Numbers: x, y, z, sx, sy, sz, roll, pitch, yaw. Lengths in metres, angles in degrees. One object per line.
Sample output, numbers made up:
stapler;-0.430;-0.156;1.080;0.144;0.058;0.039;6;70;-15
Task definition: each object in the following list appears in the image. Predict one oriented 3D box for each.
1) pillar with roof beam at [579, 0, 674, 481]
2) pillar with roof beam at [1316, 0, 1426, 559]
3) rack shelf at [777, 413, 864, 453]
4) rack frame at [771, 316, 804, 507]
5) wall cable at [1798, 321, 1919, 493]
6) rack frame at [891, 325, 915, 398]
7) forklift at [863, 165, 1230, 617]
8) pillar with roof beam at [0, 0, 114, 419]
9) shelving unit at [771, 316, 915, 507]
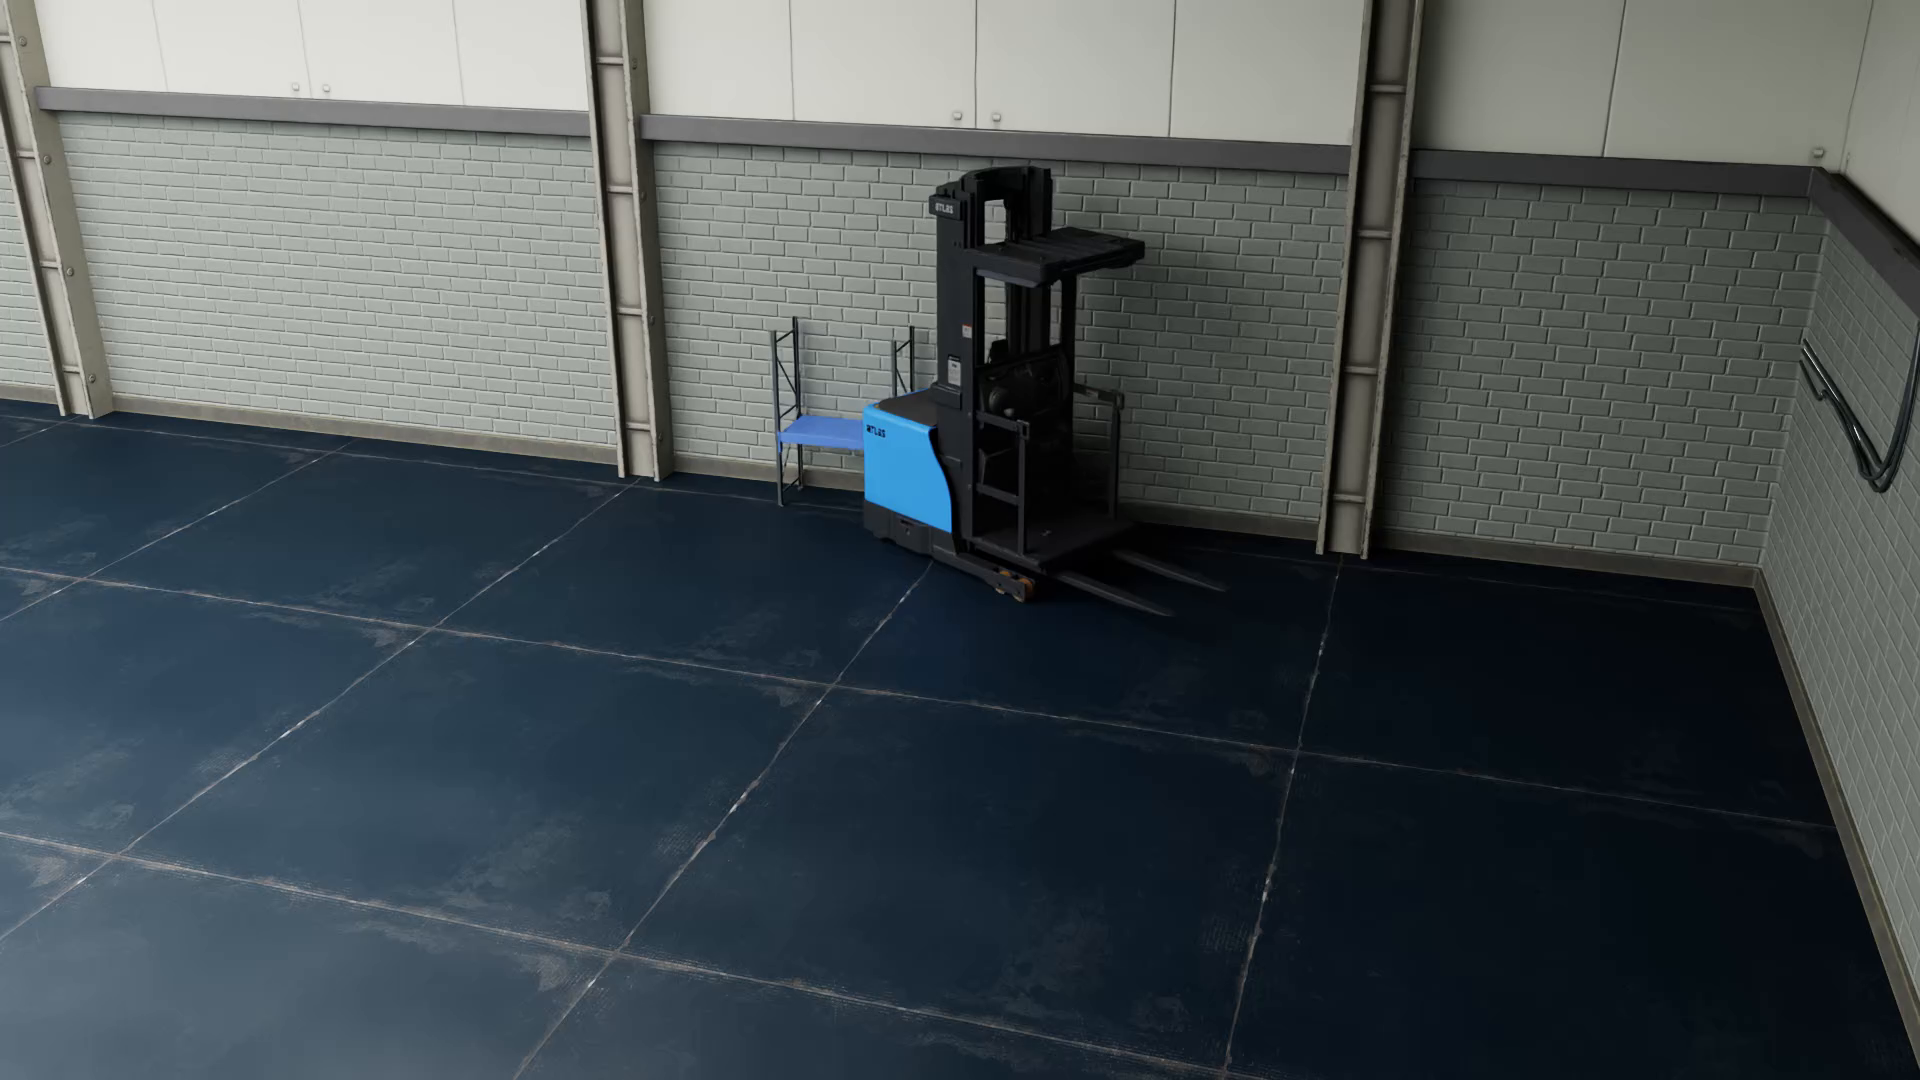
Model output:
pillar with roof beam;-3.990;-3.184;9.081;0.400;9.000;9.100;7;23;16
pillar with roof beam;1.754;-2.527;7.477;0.400;9.000;9.100;7;23;16
rack shelf;-0.941;-0.842;13.725;1.000;0.185;0.538;7;23;16
rack frame;-1.428;-1.064;13.793;0.032;1.500;0.500;7;23;16
wall cable;5.436;-1.851;9.921;0.112;2.526;3.097;7;23;16
rack frame;-0.454;-0.953;13.521;0.032;1.500;0.500;7;23;16
forklift;0.618;-1.130;12.068;1.130;2.935;3.031;-20;30;-40
pillar with roof beam;-9.734;-3.842;10.684;0.400;9.000;9.100;7;23;16
shelving unit;-0.941;-1.008;13.657;1.048;1.500;0.538;7;23;16
